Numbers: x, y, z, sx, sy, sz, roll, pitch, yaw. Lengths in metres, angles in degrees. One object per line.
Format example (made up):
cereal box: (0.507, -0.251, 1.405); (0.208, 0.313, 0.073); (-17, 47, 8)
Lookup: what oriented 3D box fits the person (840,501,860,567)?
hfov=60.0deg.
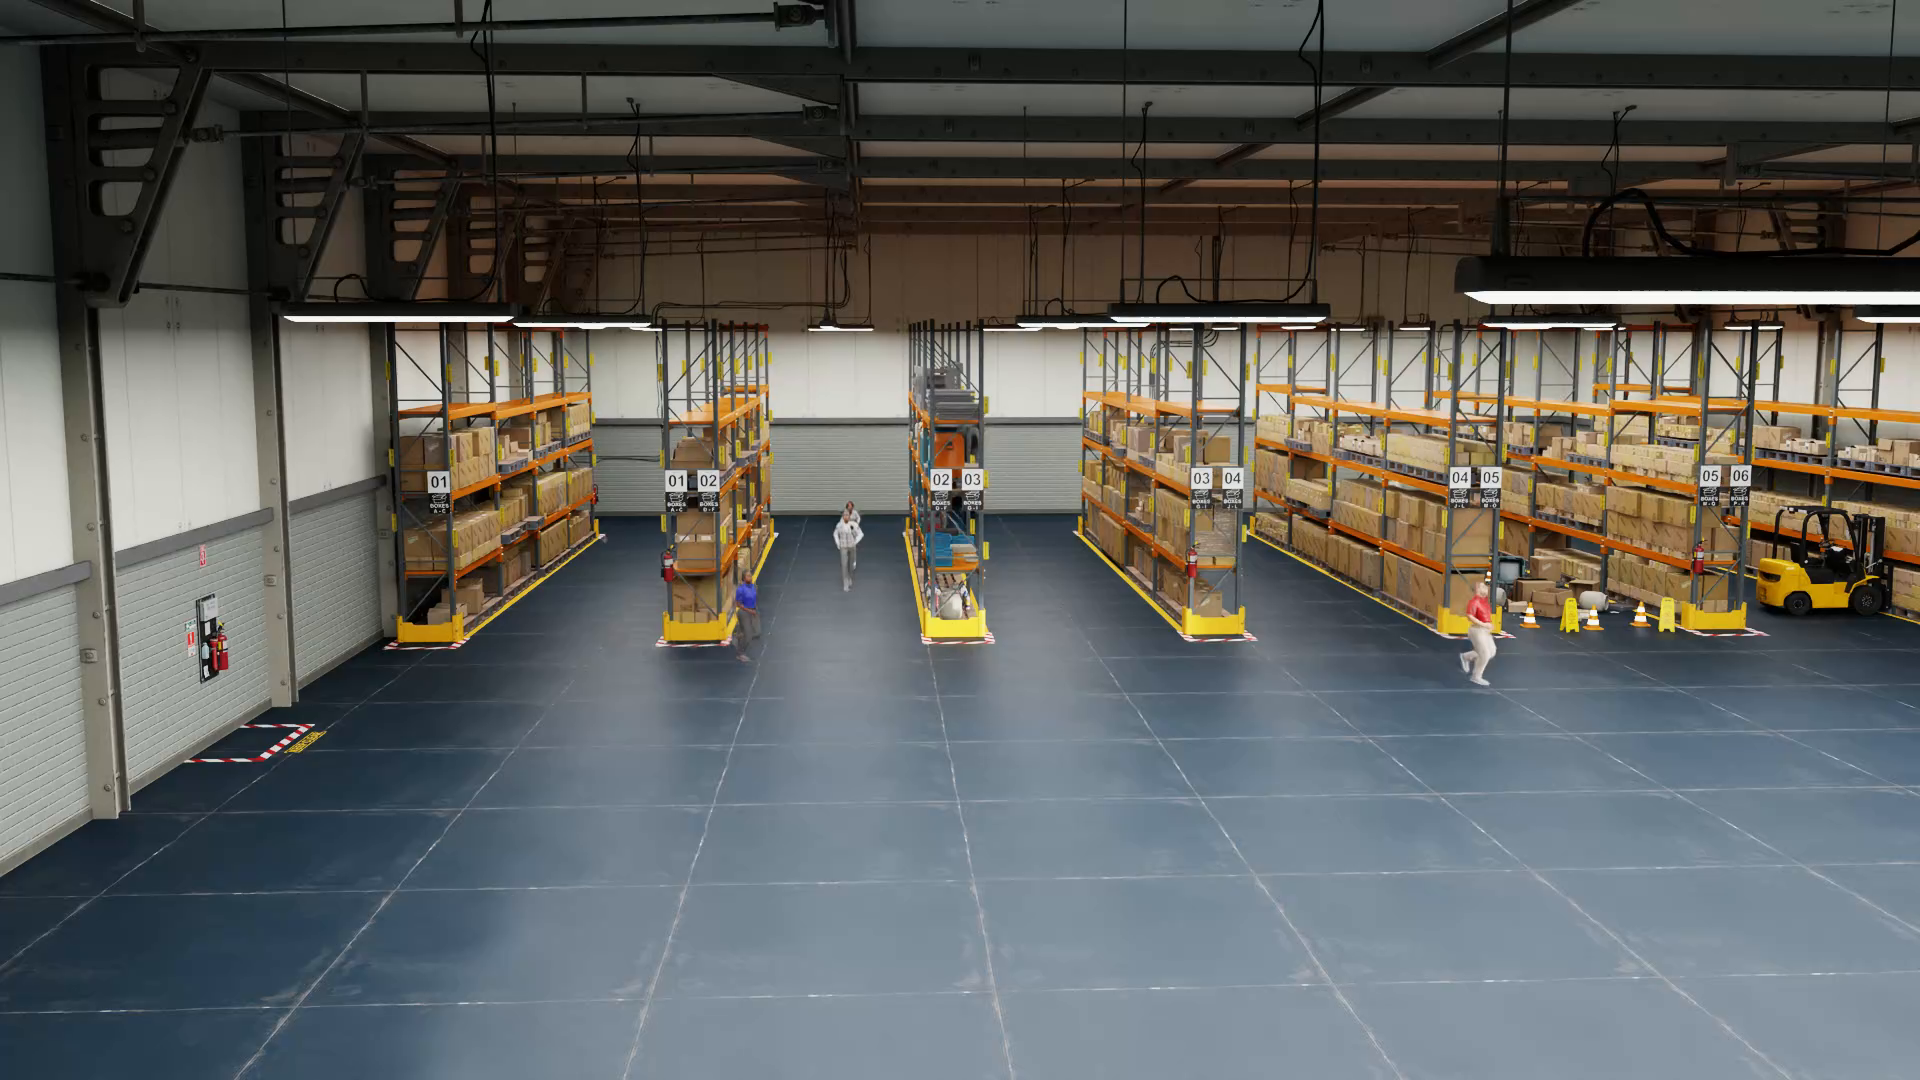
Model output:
person: (-2.720, -0.169, 41.260); (0.538, 1.605, 0.877); (-1, 7, -10)

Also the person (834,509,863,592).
person: (-2.398, 0.195, 35.782); (0.635, 1.761, 0.689); (0, 7, -1)

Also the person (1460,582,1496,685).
person: (8.536, 1.523, 27.397); (0.627, 1.692, 0.697); (5, 9, 35)

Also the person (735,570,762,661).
person: (-3.734, 1.327, 29.289); (0.624, 1.620, 0.598); (5, 8, 33)

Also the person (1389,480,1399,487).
person: (12.912, -1.241, 49.515); (0.599, 1.716, 0.758); (0, 7, 0)
